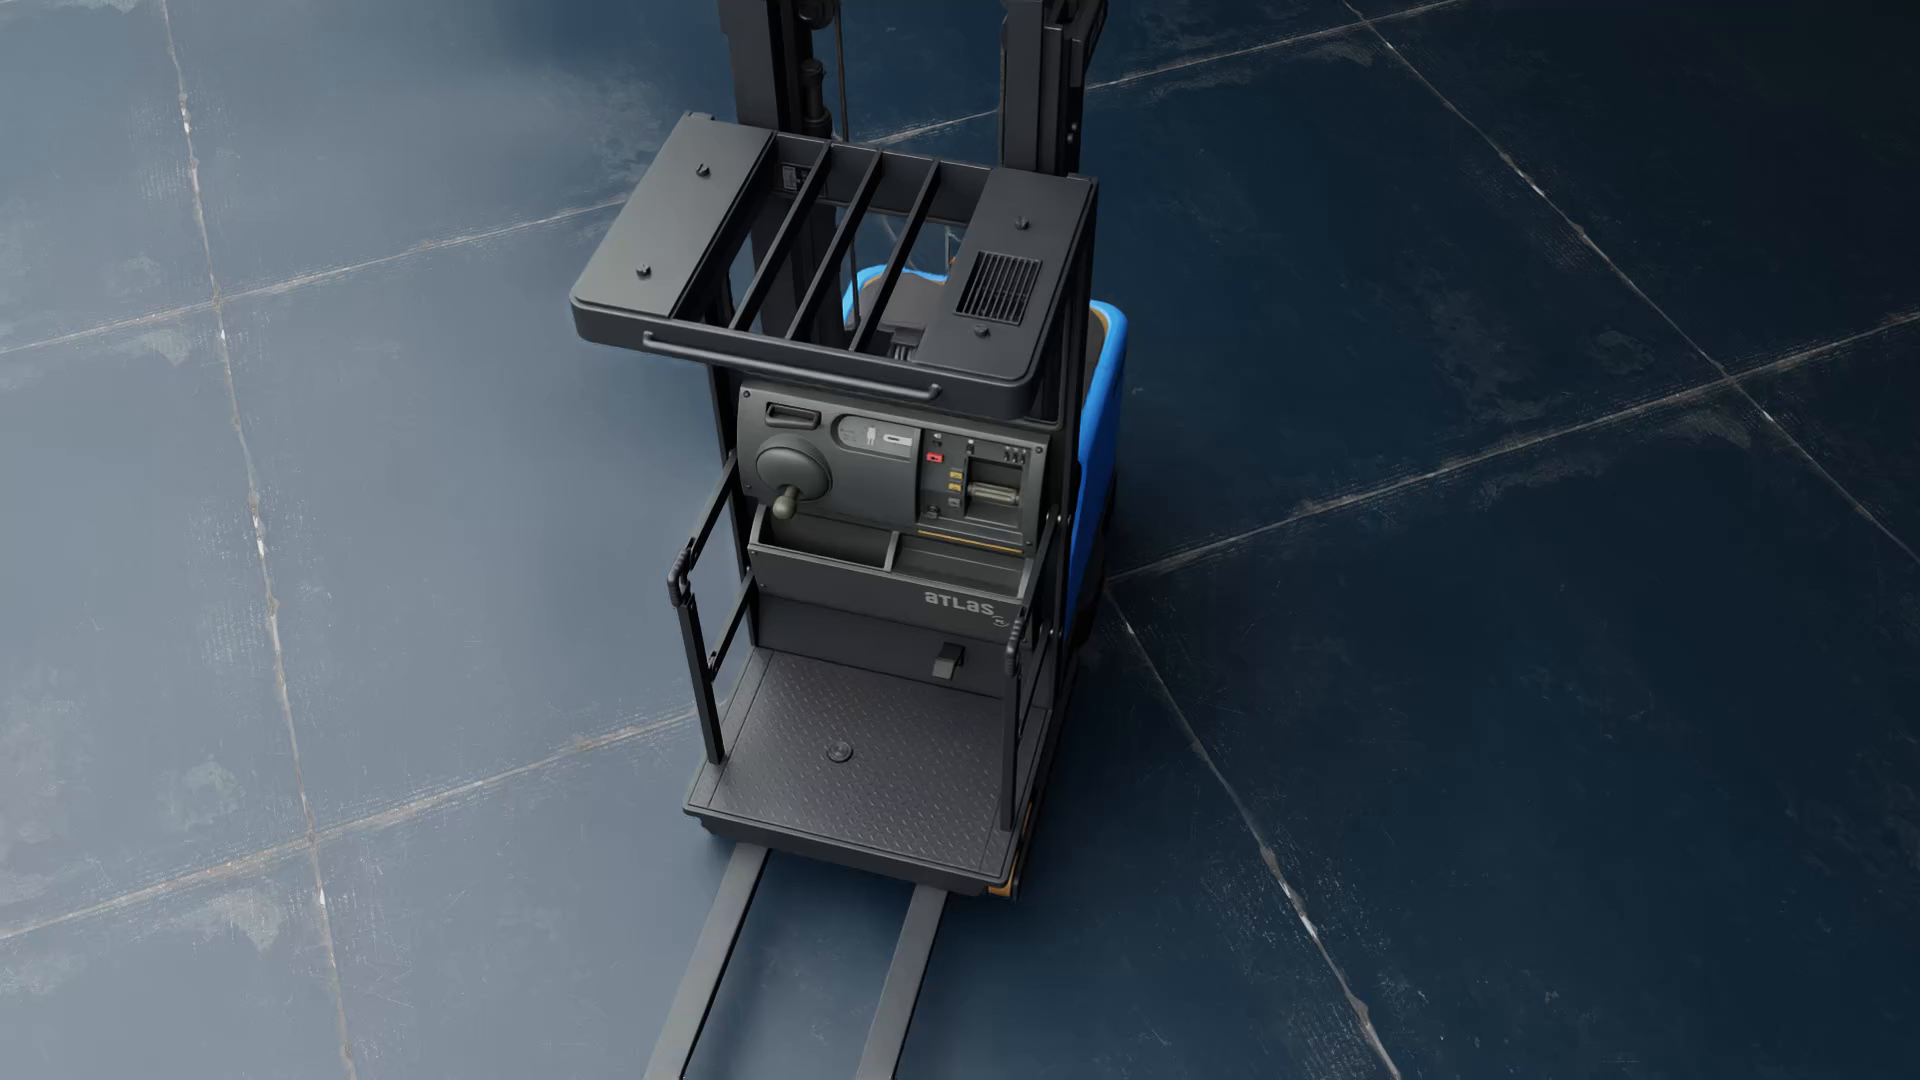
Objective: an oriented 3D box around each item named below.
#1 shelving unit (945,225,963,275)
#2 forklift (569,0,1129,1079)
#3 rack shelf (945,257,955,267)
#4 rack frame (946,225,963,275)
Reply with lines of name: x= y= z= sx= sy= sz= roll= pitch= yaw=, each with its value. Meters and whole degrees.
shelving unit: x=0.096 y=-0.781 z=6.470 sx=0.189 sy=1.200 sz=0.258 roll=-32 pitch=57 yaw=-25
forklift: x=-0.260 y=-0.100 z=4.745 sx=1.130 sy=2.935 sz=3.031 roll=11 pitch=50 yaw=10
rack shelf: x=0.096 y=-0.986 z=6.231 sx=0.180 sy=0.103 sz=0.258 roll=-32 pitch=57 yaw=-25
rack frame: x=0.026 y=-0.737 z=6.432 sx=0.006 sy=1.200 sz=0.240 roll=-32 pitch=57 yaw=-25
